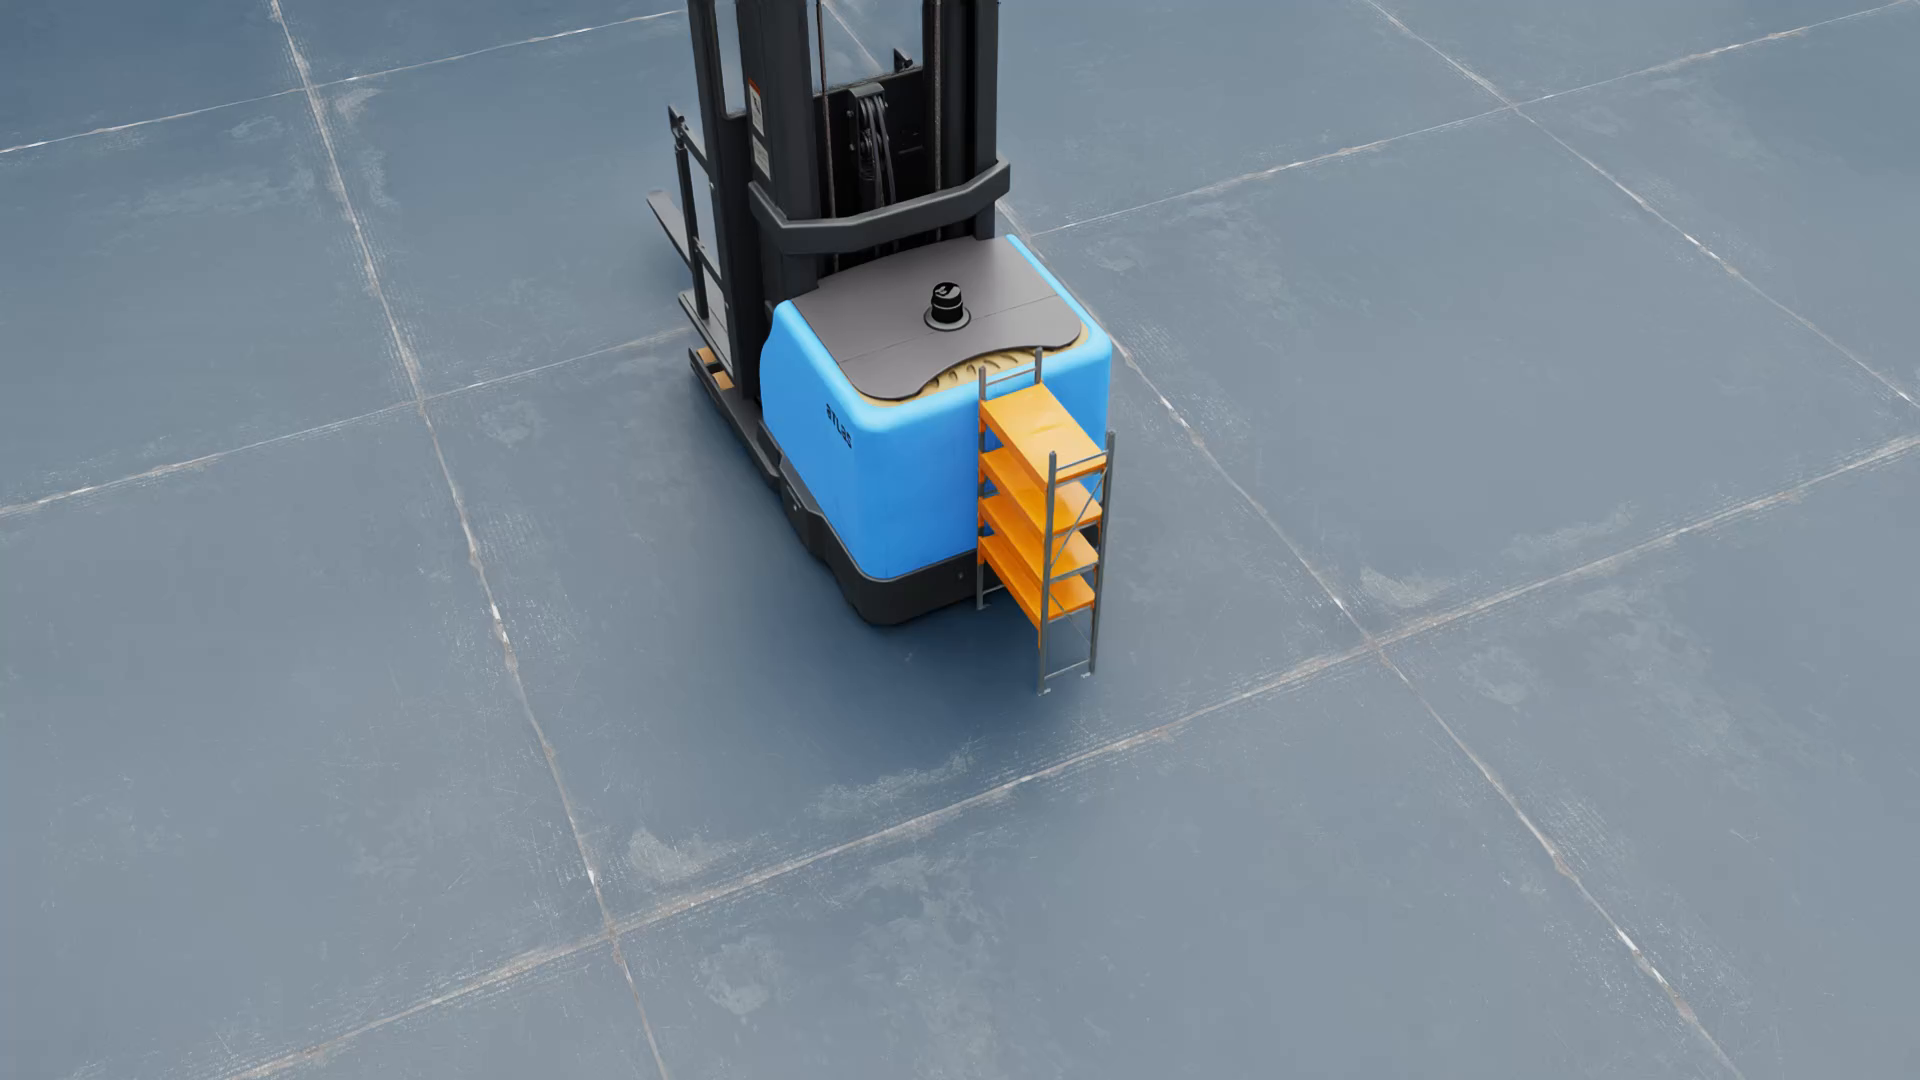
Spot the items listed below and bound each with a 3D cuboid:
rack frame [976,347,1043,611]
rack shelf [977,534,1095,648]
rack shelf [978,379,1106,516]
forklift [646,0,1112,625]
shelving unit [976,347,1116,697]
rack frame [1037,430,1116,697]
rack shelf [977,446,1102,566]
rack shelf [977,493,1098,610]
[{"bbox_3d":[0.174,-0.194,6.093,0.240,1.200,0.015,-20,48,-19],"label":"rack frame"},{"bbox_3d":[0.285,0.148,6.125,0.258,0.148,0.480,-20,48,-19],"label":"rack shelf"},{"bbox_3d":[0.285,-0.321,5.662,0.258,0.148,0.480,-20,48,-19],"label":"rack shelf"},{"bbox_3d":[-0.554,-1.756,6.443,1.130,2.935,3.031,-20,48,-19],"label":"forklift"},{"bbox_3d":[0.285,-0.042,5.938,0.258,1.200,0.503,-20,48,-19],"label":"shelving unit"},{"bbox_3d":[0.396,0.111,5.783,0.240,1.200,0.015,-20,48,-19],"label":"rack frame"},{"bbox_3d":[0.285,-0.153,5.828,0.258,0.148,0.480,-20,48,-19],"label":"rack shelf"},{"bbox_3d":[0.285,0.006,5.985,0.258,0.148,0.480,-20,48,-19],"label":"rack shelf"}]
